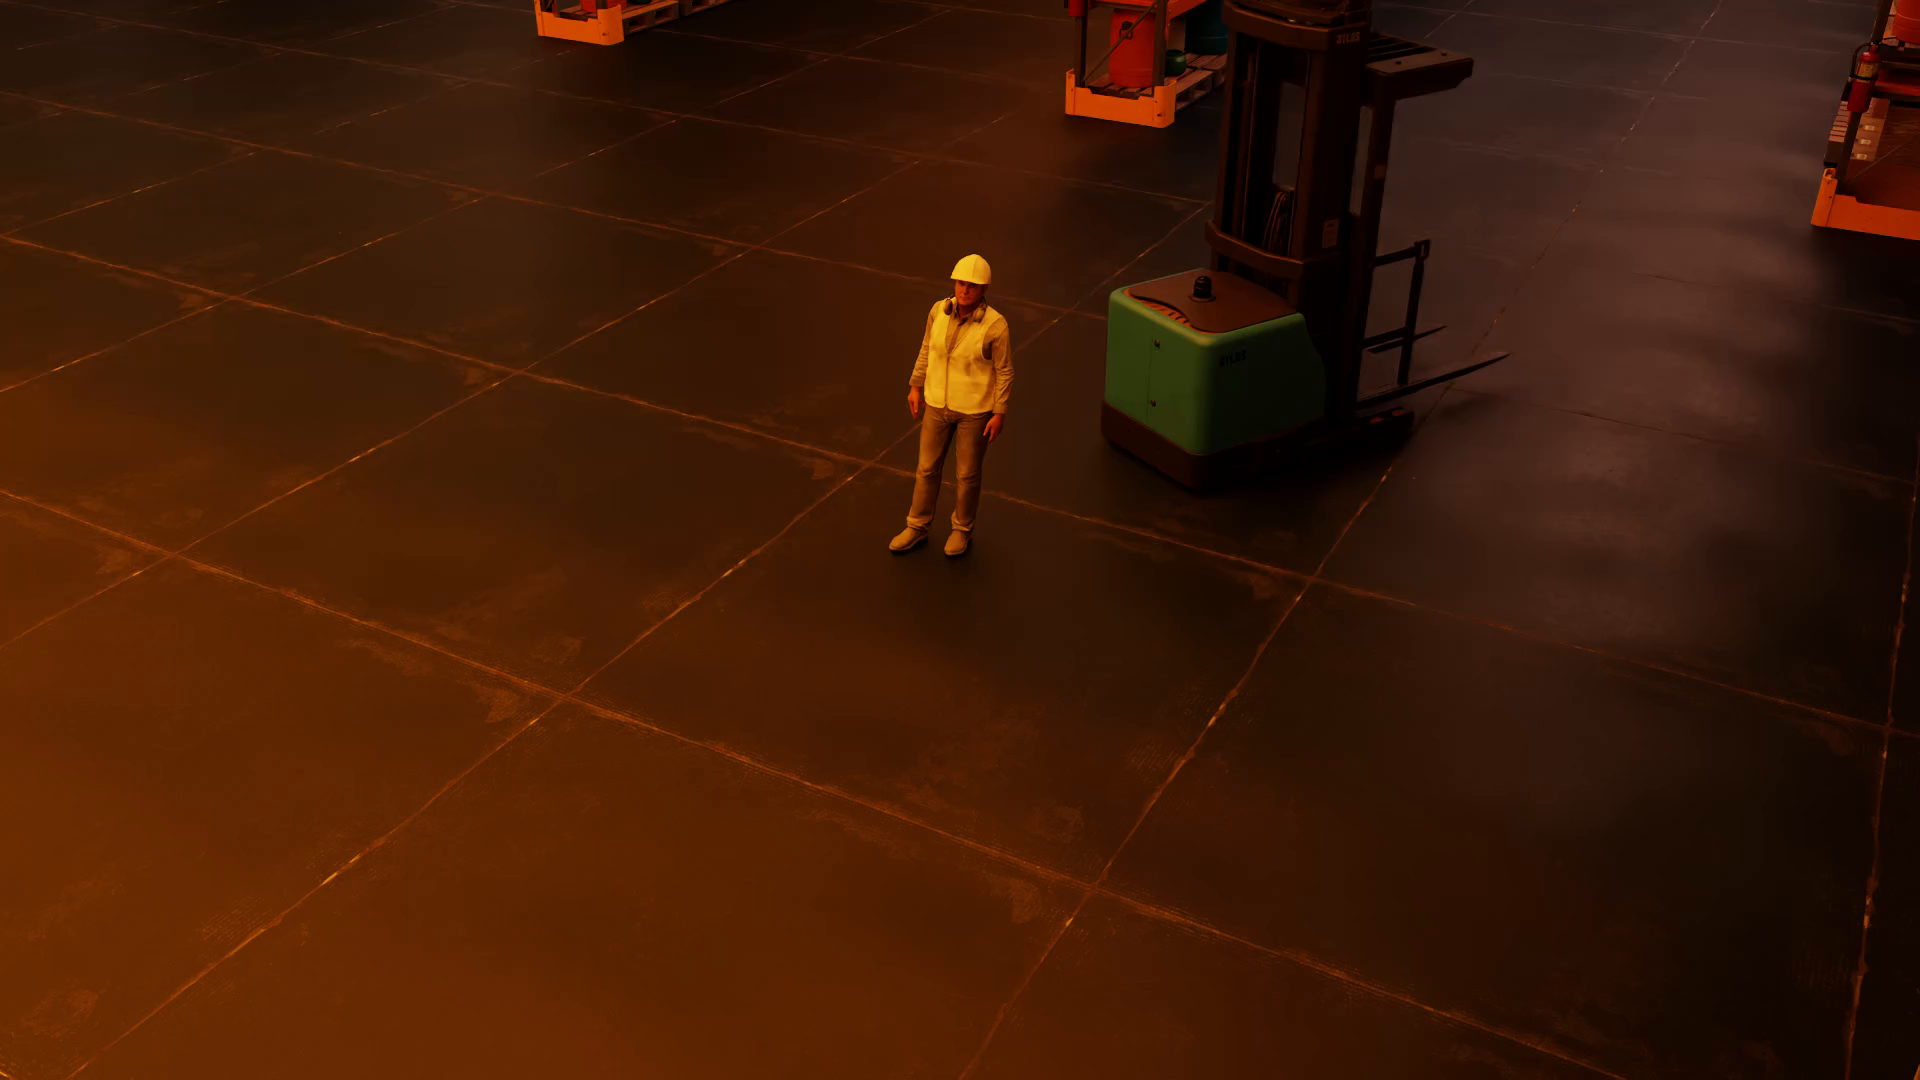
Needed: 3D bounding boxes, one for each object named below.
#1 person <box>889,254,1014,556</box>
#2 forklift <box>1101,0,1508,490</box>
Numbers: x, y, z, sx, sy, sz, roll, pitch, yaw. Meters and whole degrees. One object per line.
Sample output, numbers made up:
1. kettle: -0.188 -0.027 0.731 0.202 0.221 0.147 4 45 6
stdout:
1. person: -0.037 -0.749 9.511 0.633 1.775 0.566 15 33 25
2. forklift: 2.456 -2.135 10.769 3.031 2.935 1.130 -18 34 -28
